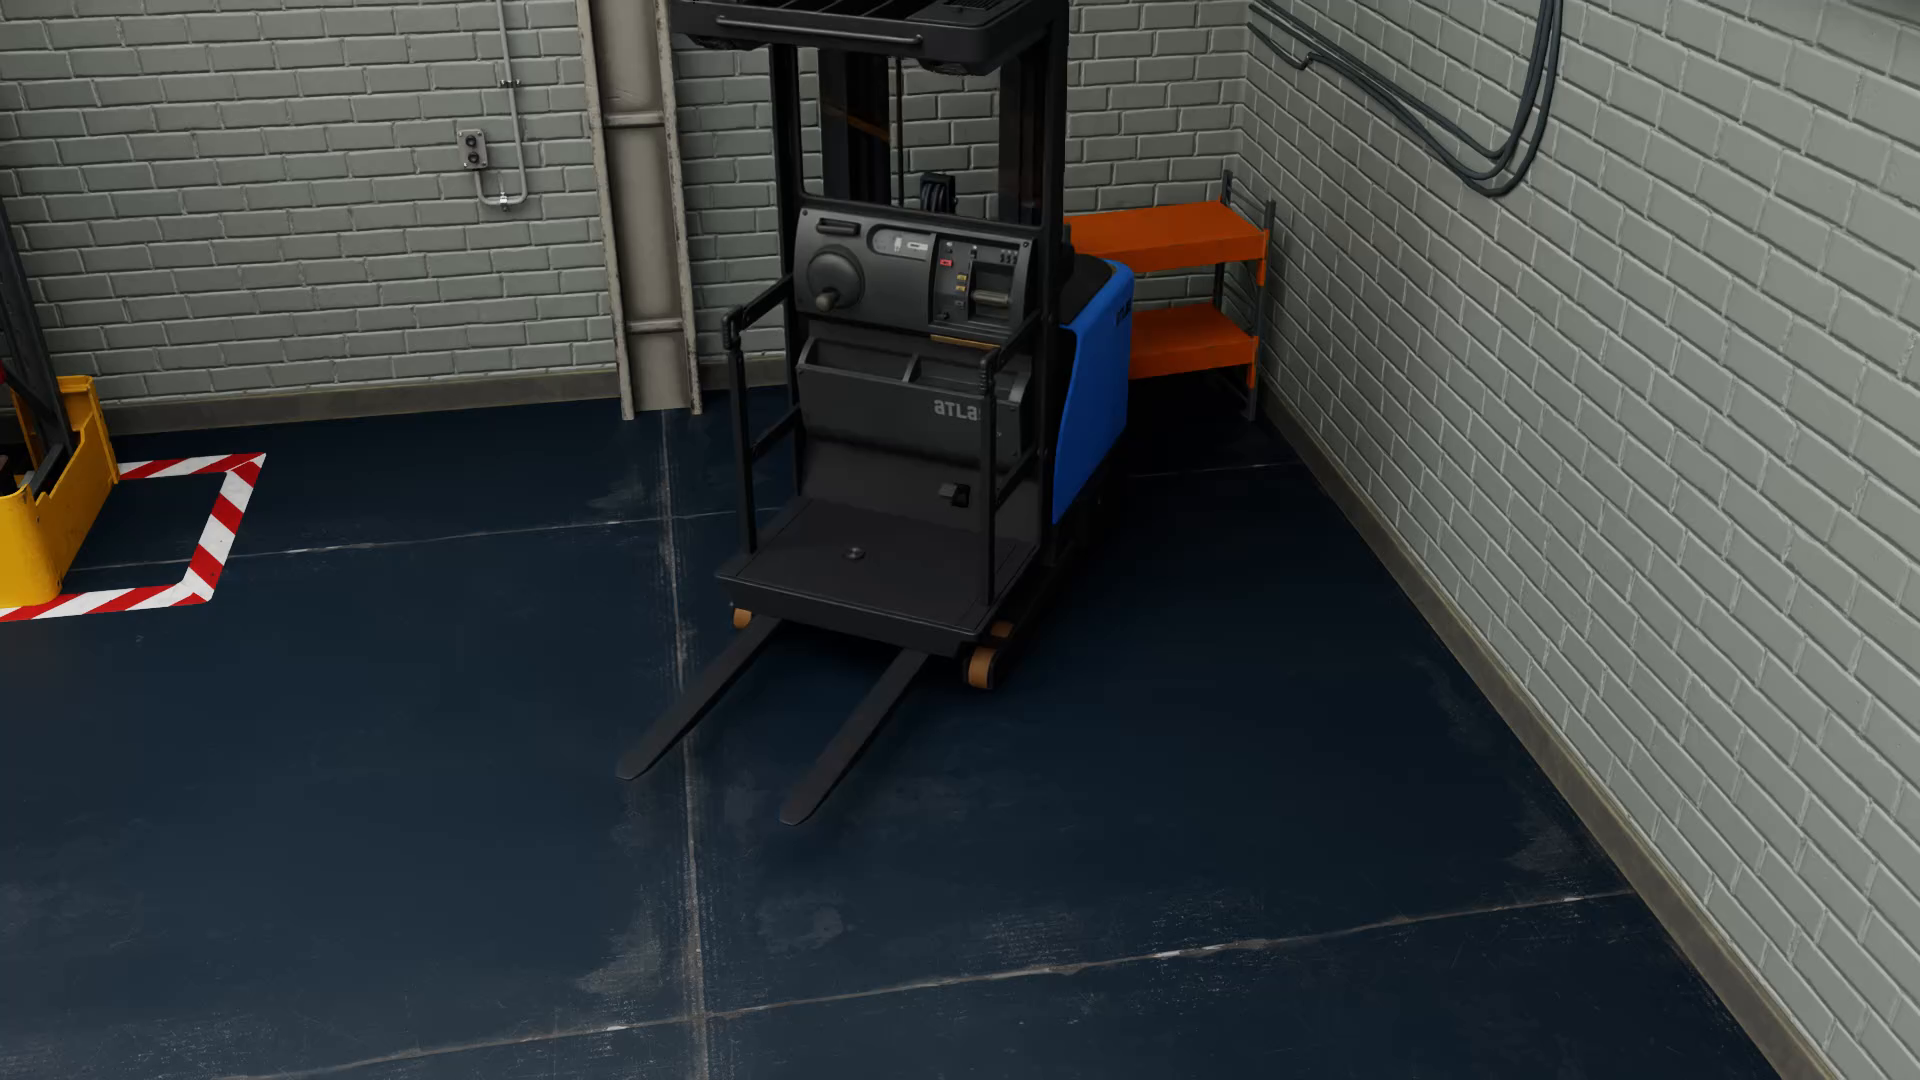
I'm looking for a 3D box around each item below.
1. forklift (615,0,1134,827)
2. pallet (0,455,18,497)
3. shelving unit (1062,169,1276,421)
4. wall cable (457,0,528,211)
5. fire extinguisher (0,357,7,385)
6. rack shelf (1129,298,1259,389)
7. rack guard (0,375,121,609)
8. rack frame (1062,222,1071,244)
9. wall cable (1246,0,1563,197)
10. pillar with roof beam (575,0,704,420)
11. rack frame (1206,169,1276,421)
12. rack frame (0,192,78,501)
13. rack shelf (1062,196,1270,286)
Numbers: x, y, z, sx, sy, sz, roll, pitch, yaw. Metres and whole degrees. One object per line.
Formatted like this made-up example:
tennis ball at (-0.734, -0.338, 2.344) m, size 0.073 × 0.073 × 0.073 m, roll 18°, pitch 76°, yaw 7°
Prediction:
forklift at (-0.260, -0.940, 5.957) m, size 1.130 × 2.935 × 3.031 m, roll 12°, pitch 32°, yaw 19°
pallet at (-4.780, 0.009, 7.027) m, size 1.213 × 0.211 × 1.003 m, roll -5°, pitch 31°, yaw -9°
shelving unit at (0.889, -1.119, 8.043) m, size 1.048 × 1.125 × 0.538 m, roll -9°, pitch 32°, yaw -15°
wall cable at (-2.918, -2.332, 7.254) m, size 1.851 × 1.984 × 0.084 m, roll -5°, pitch 31°, yaw -9°
fire extinguisher at (-3.776, -0.895, 6.257) m, size 0.183 × 0.674 × 0.296 m, roll -5°, pitch 31°, yaw -9°
rack shelf at (0.889, -0.908, 8.167) m, size 1.000 × 0.278 × 0.538 m, roll -9°, pitch 32°, yaw -15°
rack guard at (-3.984, -0.230, 7.148) m, size 0.348 × 0.500 × 1.175 m, roll -5°, pitch 31°, yaw -9°
rack frame at (0.405, -1.039, 7.908) m, size 0.032 × 1.125 × 0.500 m, roll -9°, pitch 32°, yaw -15°
wall cable at (1.620, -2.891, 6.352) m, size 0.112 × 2.526 × 3.097 m, roll -5°, pitch 31°, yaw -9°
pillar with roof beam at (-0.732, -2.423, 2.493) m, size 0.400 × 9.000 × 9.100 m, roll -5°, pitch 31°, yaw -9°
rack frame at (1.373, -1.198, 8.178) m, size 0.032 × 1.125 × 0.500 m, roll -9°, pitch 32°, yaw -15°
rack frame at (-4.008, -1.305, 6.511) m, size 0.127 × 3.000 × 1.000 m, roll -5°, pitch 31°, yaw -9°
rack shelf at (0.889, -1.371, 7.894) m, size 1.000 × 0.278 × 0.538 m, roll -9°, pitch 32°, yaw -15°
